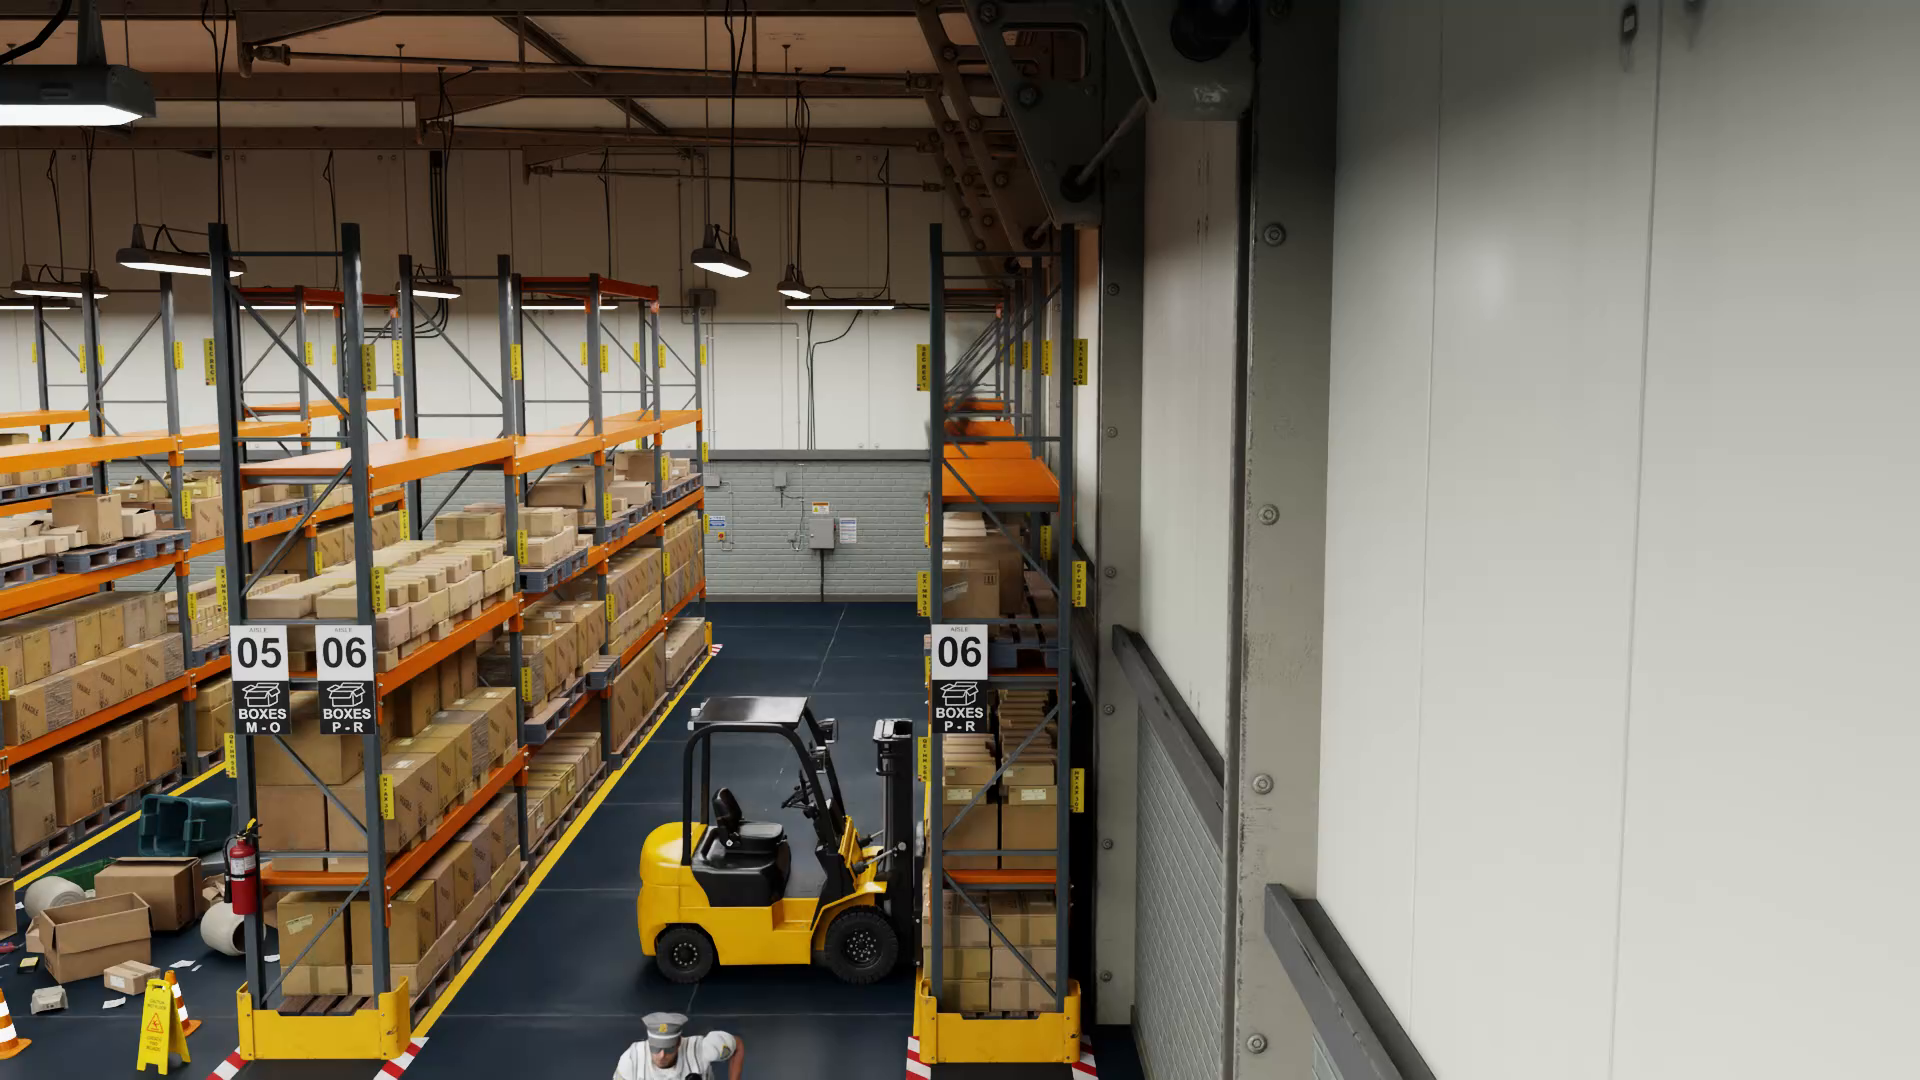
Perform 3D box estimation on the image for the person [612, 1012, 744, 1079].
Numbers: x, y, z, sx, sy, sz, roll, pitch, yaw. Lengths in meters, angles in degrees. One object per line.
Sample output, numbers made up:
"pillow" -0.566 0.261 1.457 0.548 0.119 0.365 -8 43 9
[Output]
"person" -1.540 3.311 9.243 0.707 1.719 1.014 0 7 0
